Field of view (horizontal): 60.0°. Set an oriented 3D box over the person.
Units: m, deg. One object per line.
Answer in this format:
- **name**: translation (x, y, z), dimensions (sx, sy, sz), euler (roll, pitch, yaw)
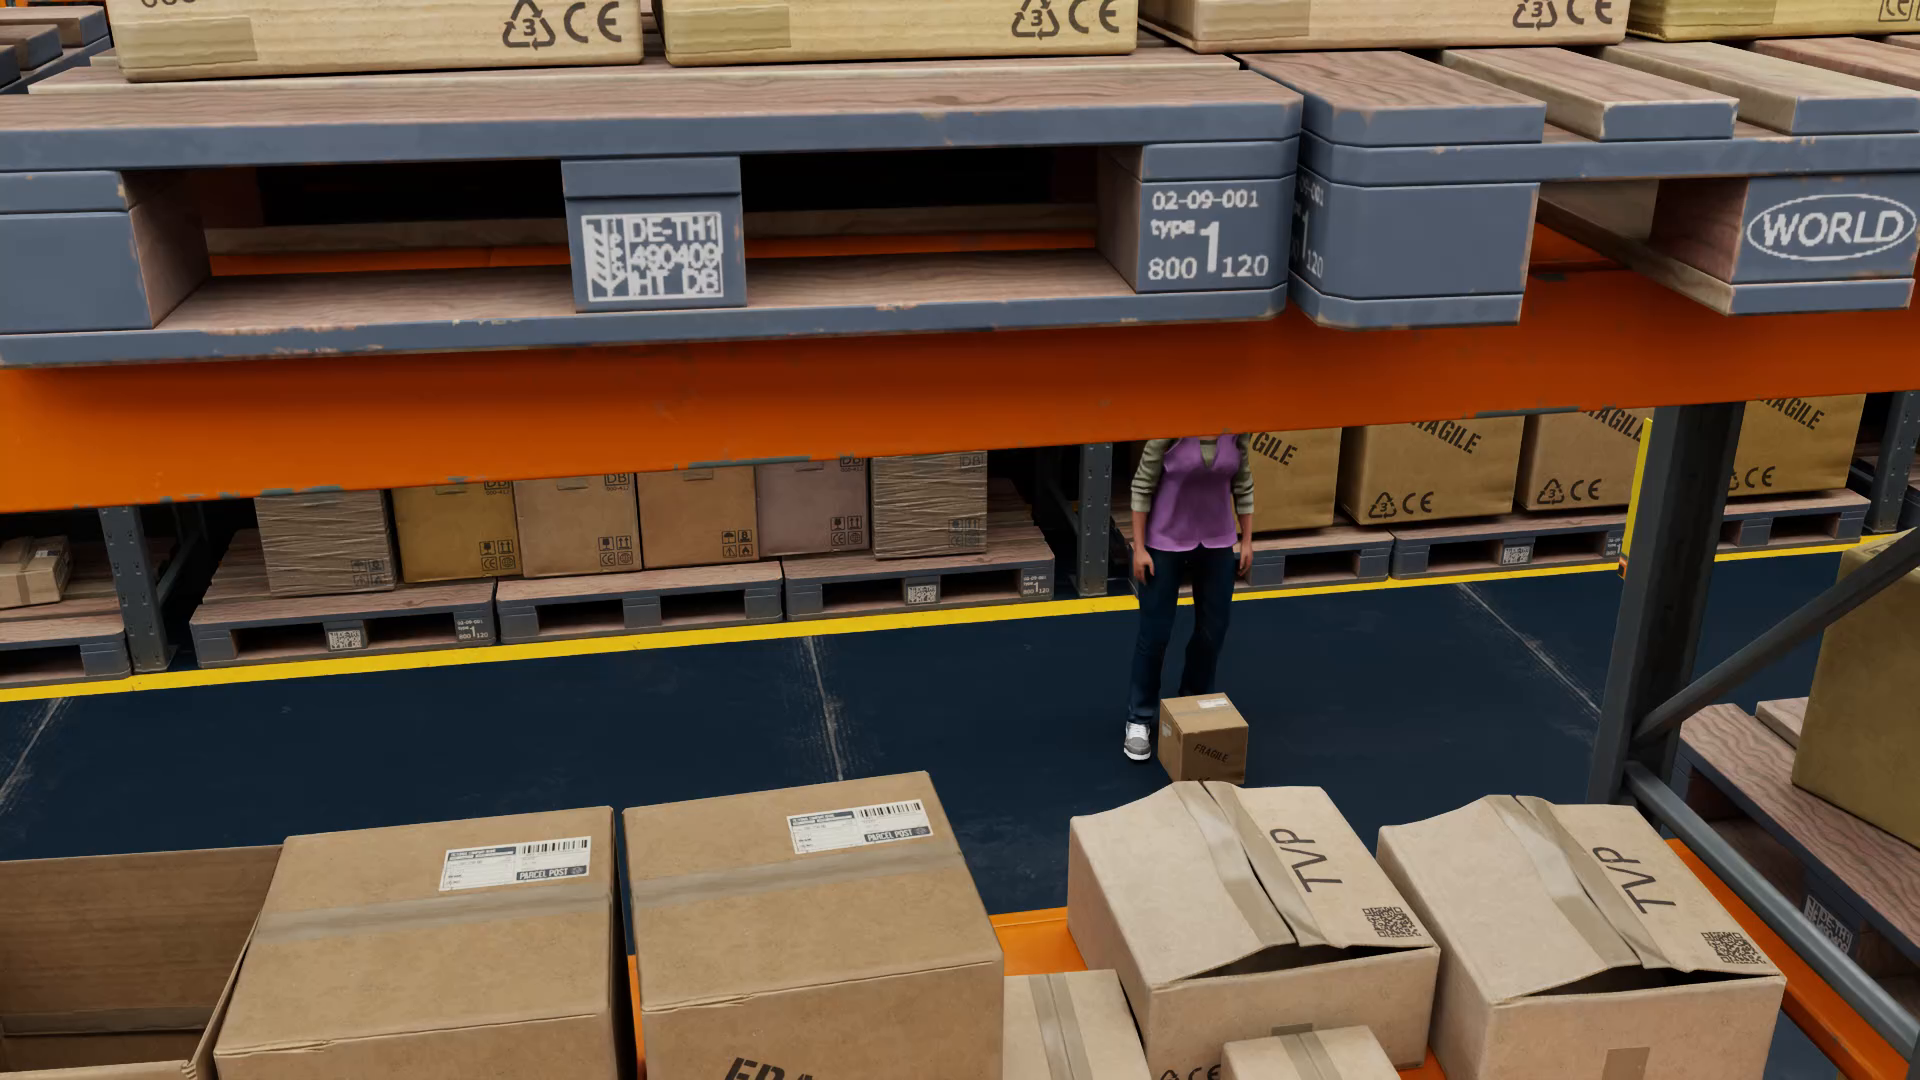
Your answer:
- **person**: translation (0.836, 0.036, 6.045), dimensions (0.477, 1.582, 0.347), euler (-5, 24, -11)
